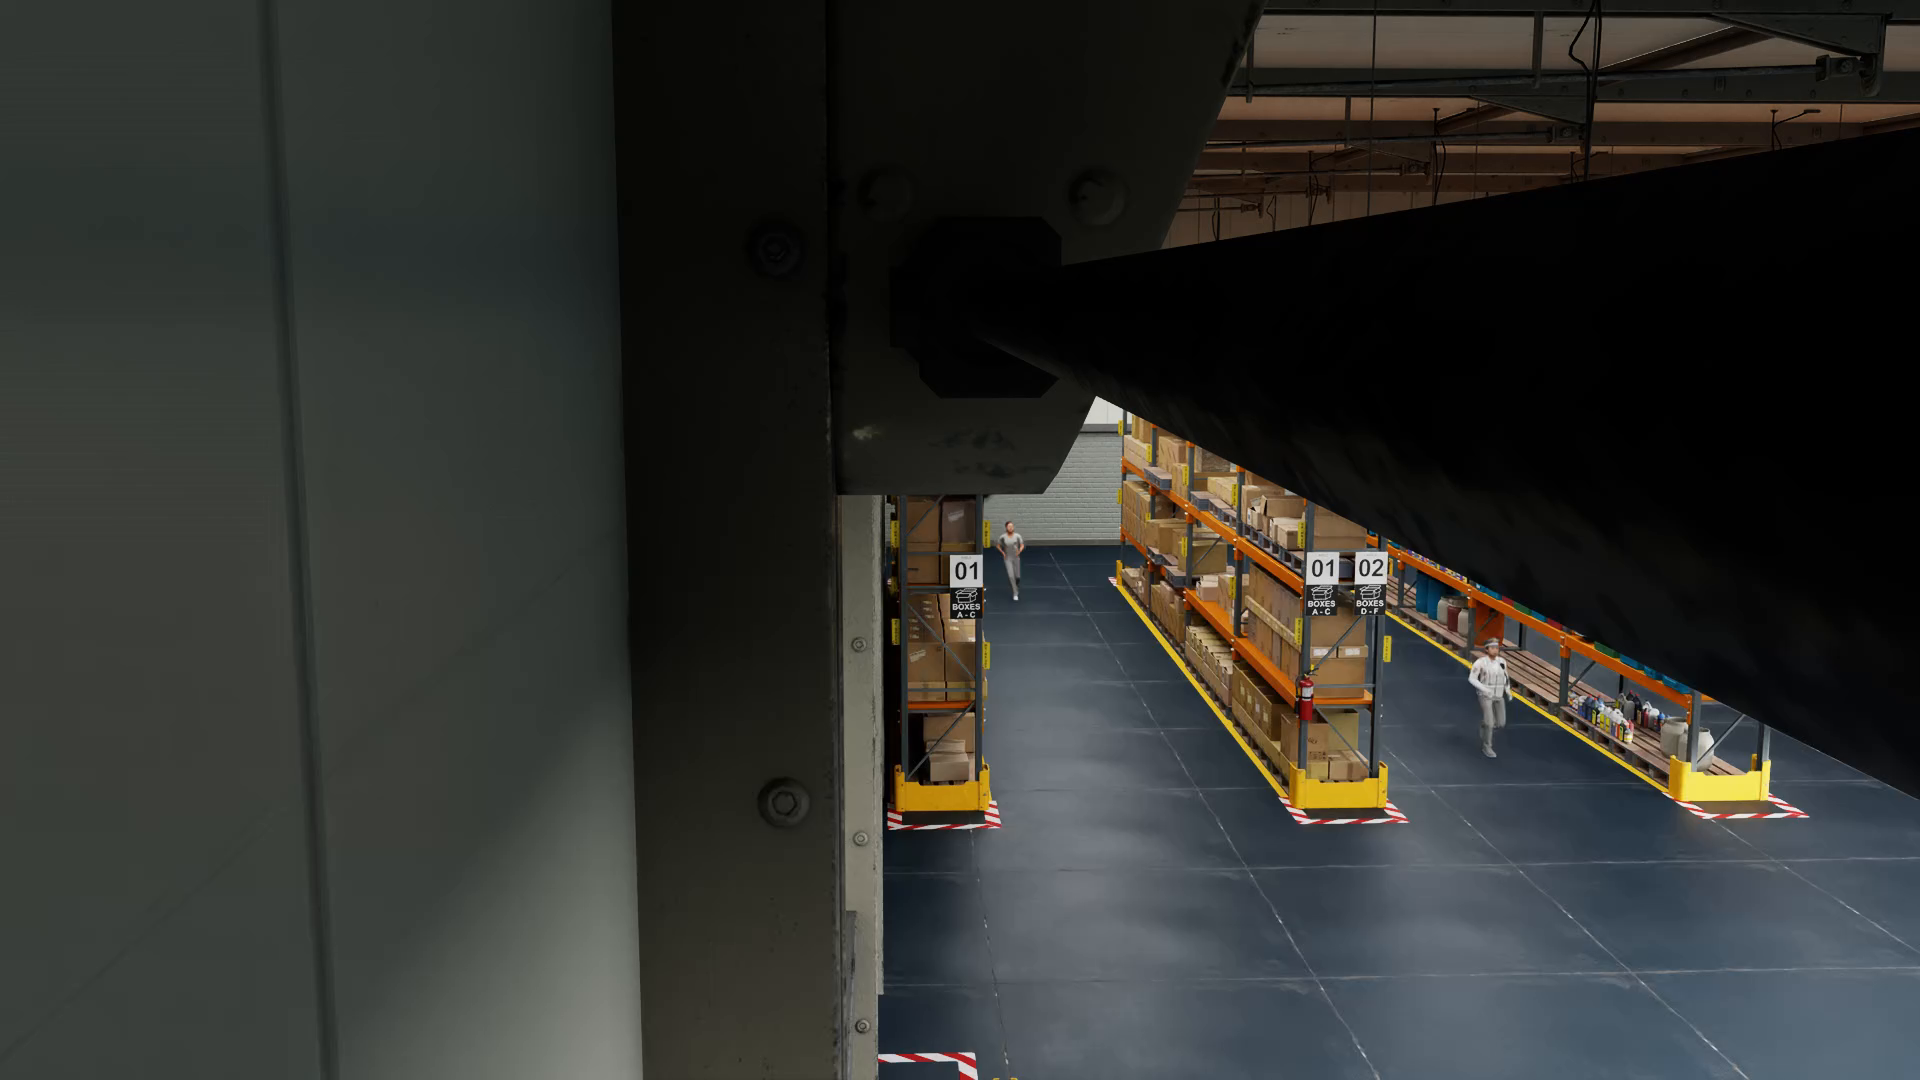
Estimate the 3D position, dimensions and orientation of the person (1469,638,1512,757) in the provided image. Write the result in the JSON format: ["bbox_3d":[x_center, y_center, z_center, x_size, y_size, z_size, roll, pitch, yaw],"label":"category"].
[{"bbox_3d":[7.322,2.152,22.965,0.616,1.660,0.554,-1,9,-10],"label":"person"}]

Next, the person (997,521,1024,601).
[{"bbox_3d":[1.057,0.416,34.726,0.564,1.638,0.710,-1,8,-7],"label":"person"}]
